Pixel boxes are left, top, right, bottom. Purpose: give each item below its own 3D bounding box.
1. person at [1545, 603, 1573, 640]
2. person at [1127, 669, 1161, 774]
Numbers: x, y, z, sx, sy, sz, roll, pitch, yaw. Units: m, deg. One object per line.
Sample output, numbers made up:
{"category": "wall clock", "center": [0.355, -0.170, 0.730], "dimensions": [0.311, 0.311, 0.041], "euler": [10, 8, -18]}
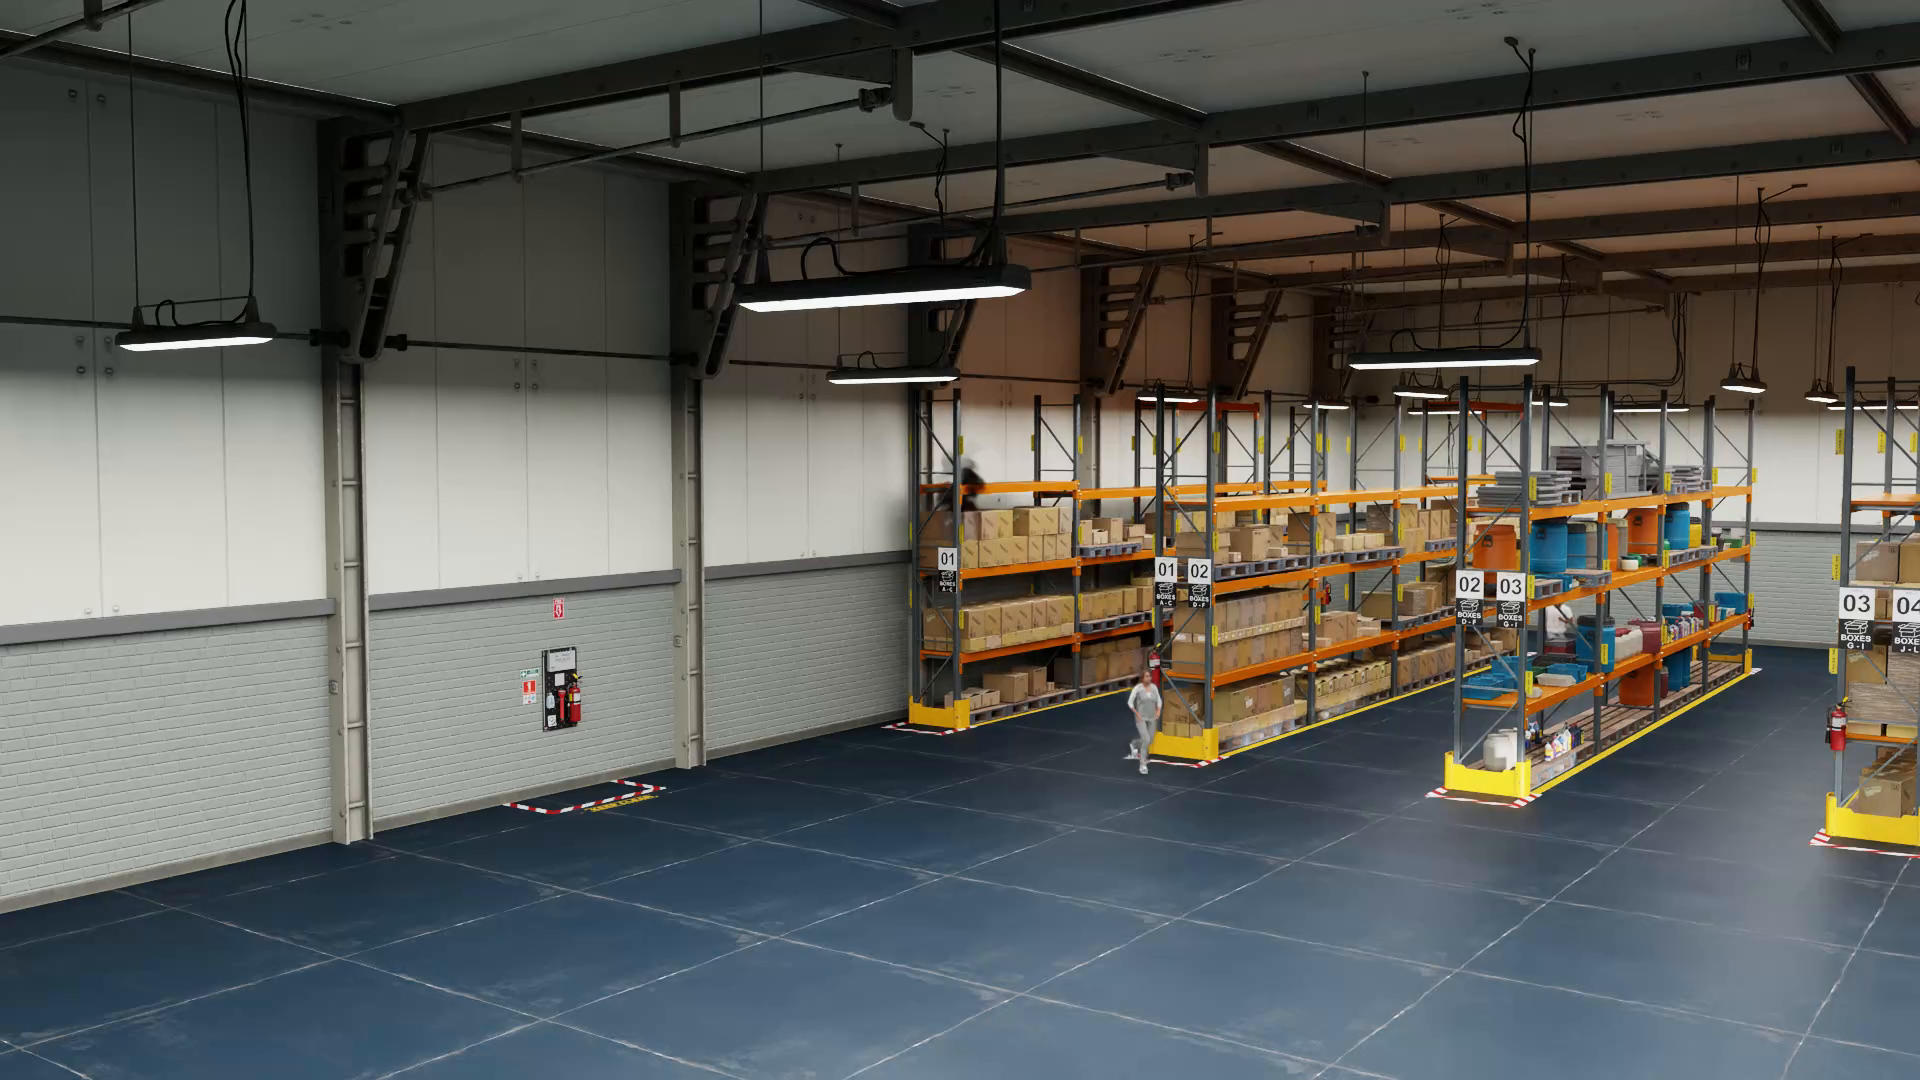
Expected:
{"category": "person", "center": [13.033, 2.027, 36.372], "dimensions": [0.687, 1.796, 0.903], "euler": [1, 4, 24]}
{"category": "person", "center": [2.817, 2.766, 25.608], "dimensions": [0.554, 1.592, 0.631], "euler": [-1, 3, -19]}
